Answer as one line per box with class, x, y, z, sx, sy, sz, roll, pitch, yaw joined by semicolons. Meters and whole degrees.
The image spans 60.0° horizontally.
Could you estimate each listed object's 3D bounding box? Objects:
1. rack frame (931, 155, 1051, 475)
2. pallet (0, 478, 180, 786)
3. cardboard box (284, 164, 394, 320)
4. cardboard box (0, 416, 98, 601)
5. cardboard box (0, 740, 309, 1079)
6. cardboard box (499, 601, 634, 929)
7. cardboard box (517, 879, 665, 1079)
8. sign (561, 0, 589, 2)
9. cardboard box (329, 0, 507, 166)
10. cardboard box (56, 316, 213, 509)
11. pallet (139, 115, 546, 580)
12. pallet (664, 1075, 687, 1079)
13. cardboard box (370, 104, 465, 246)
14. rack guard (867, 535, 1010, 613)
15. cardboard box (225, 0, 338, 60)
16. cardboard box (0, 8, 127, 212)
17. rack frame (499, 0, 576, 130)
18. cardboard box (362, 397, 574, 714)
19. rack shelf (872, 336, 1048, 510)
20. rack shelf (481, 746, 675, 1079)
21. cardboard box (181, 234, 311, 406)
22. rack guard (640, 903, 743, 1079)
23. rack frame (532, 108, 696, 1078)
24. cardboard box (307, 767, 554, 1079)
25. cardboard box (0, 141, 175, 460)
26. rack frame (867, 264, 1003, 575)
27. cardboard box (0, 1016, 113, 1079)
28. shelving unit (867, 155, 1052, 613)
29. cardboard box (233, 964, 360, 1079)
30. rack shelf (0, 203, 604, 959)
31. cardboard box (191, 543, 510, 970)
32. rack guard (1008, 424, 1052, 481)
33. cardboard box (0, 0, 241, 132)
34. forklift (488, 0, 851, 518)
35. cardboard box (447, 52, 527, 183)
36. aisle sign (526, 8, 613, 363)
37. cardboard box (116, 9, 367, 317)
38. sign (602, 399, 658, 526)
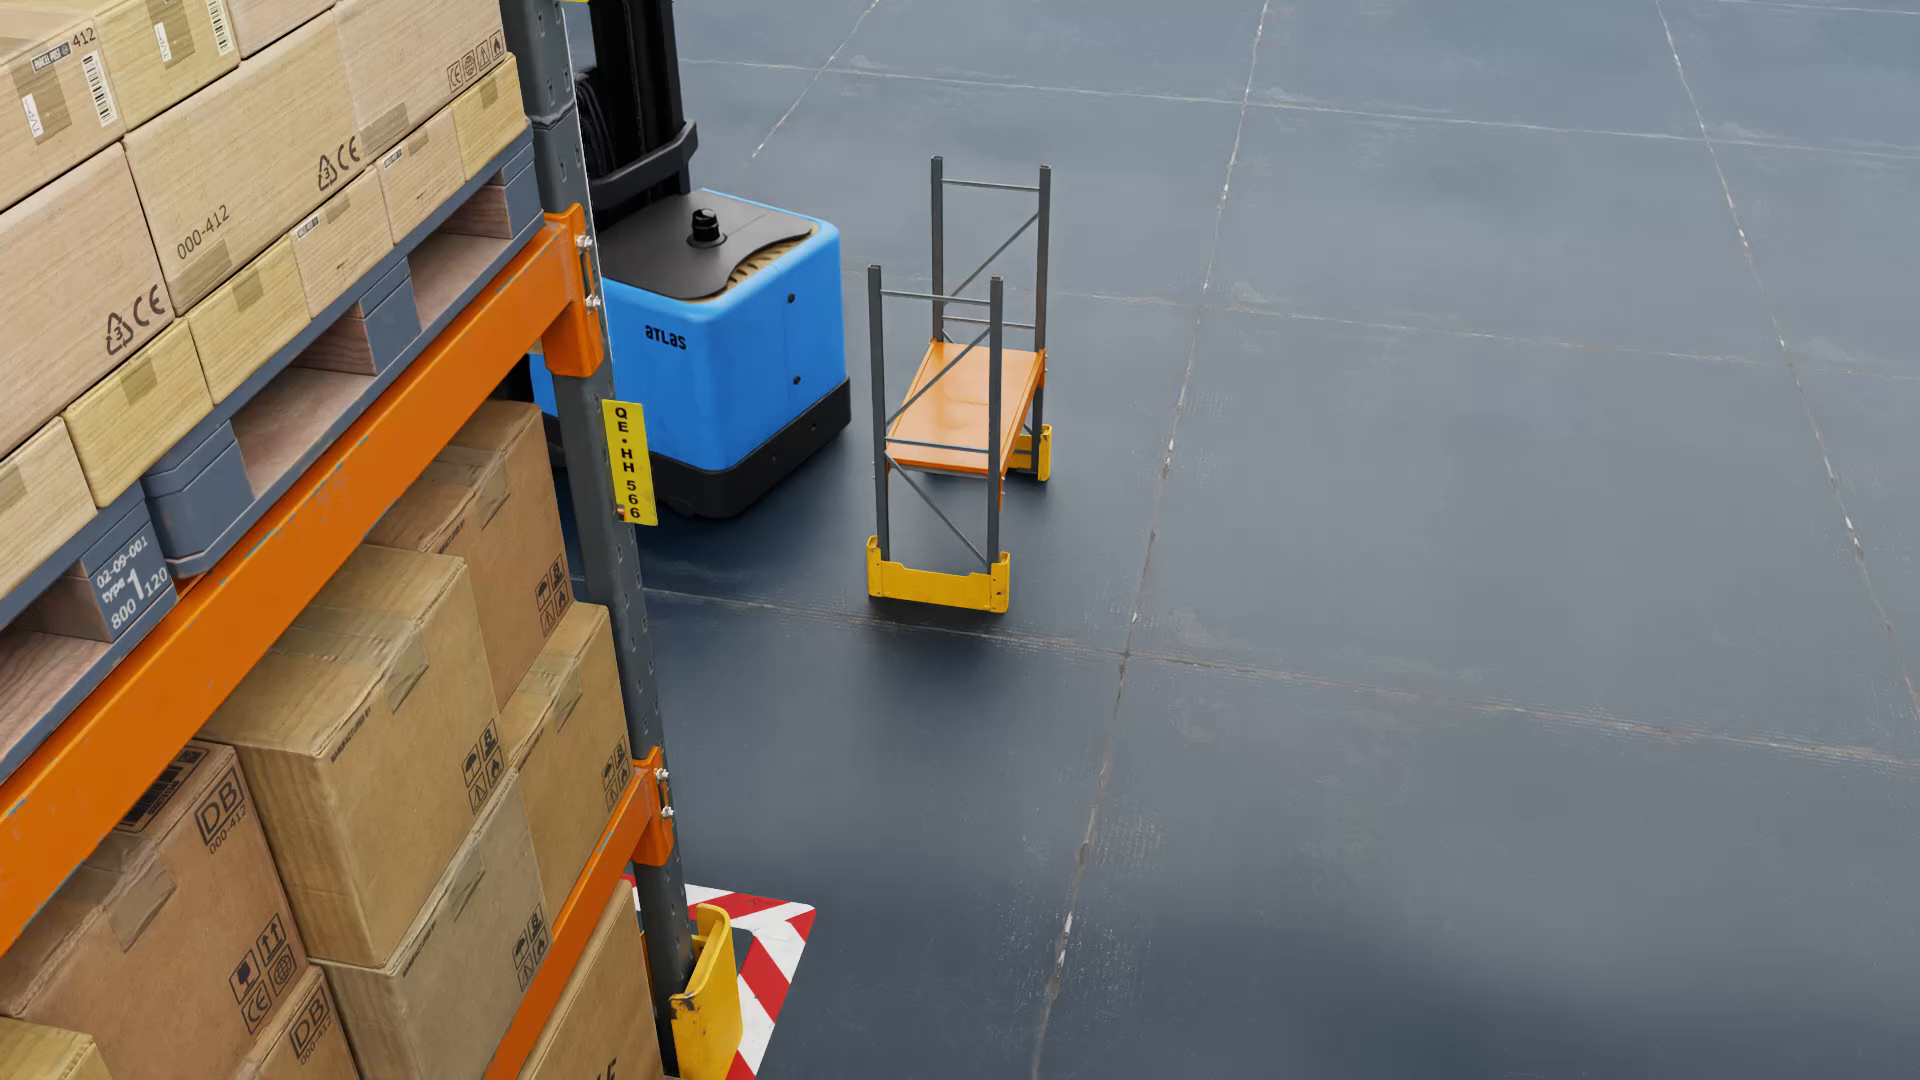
rack frame;0.127;-0.948;7.279;0.500;1.500;0.032;7;37;10
pallet;-1.679;0.267;1.845;1.003;0.211;1.213;7;37;10
cardboard box;-1.121;-0.481;2.573;0.380;0.149;0.250;8;37;11
cardboard box;-1.284;-0.044;1.970;0.380;0.149;0.250;8;37;10
cardboard box;-1.669;0.658;2.738;0.875;0.550;0.550;7;37;10
cardboard box;-1.307;0.475;3.911;0.875;0.550;0.550;7;37;10
cardboard box;-1.353;1.405;4.208;0.875;0.875;0.875;8;37;10
sign;-0.745;-1.148;3.034;0.100;0.325;0.005;7;37;10
cardboard box;-1.104;-0.852;2.744;0.500;0.250;0.500;8;37;11
cardboard box;-1.230;-0.189;2.170;0.380;0.149;0.250;7;36;9
pallet;-1.421;-0.435;2.813;1.003;0.211;1.213;7;37;10
pallet;-1.367;1.915;4.428;1.003;0.211;1.213;7;37;10
cardboard box;-1.067;-0.628;2.776;0.380;0.149;0.250;8;37;10
rack guard;-0.090;0.141;6.843;0.587;0.250;0.087;7;37;10
cardboard box;-1.122;-0.803;2.338;0.380;0.149;0.250;8;37;11
cardboard box;-1.231;-0.512;1.935;0.380;0.149;0.250;7;37;10
rack frame;-1.272;-2.112;2.495;1.000;3.000;0.127;7;37;10
cardboard box;-1.389;0.027;3.608;0.875;0.550;0.550;7;37;10
rack shelf;0.018;-0.511;6.983;0.538;0.185;1.000;7;37;10
rack shelf;-1.699;1.755;2.885;1.077;0.370;4.000;7;37;10
cardboard box;-1.176;-0.336;2.373;0.380;0.149;0.250;8;37;10
rack guard;-1.267;1.316;5.008;1.175;0.500;0.348;7;37;10
rack frame;-1.272;0.318;4.256;1.000;3.000;0.127;7;37;10
cardboard box;-1.403;0.793;3.472;0.875;0.550;0.550;7;37;10
cardboard box;-1.320;-0.277;1.952;0.500;0.250;0.500;7;37;10
rack frame;-0.090;-0.365;6.475;0.500;1.500;0.032;7;37;10
cardboard box;-1.655;0.978;2.296;0.875;0.550;0.500;7;37;10
shelving unit;0.016;-0.651;6.870;0.587;1.500;1.083;7;37;10
cardboard box;-1.646;1.099;3.050;0.875;0.550;0.550;7;37;10
rack shelf;-1.699;0.541;2.005;1.077;0.370;4.000;7;37;10
cardboard box;-1.417;0.354;3.157;0.875;0.550;0.550;7;37;10
rack guard;0.123;-0.430;7.631;0.587;0.250;0.087;7;37;10
cardboard box;-1.176;-0.655;2.133;0.380;0.149;0.250;8;37;11
forklift;-2.046;-1.920;7.401;3.031;2.935;1.130;19;40;25
cardboard box;-1.012;-0.773;2.975;0.380;0.149;0.250;7;37;10
aisle sign;-0.964;-0.738;3.497;0.394;0.787;0.004;7;37;10
cardboard box;-1.211;-0.565;2.349;0.500;0.250;0.500;7;37;10
sign;-0.745;-0.171;3.742;0.100;0.325;0.005;7;37;10
